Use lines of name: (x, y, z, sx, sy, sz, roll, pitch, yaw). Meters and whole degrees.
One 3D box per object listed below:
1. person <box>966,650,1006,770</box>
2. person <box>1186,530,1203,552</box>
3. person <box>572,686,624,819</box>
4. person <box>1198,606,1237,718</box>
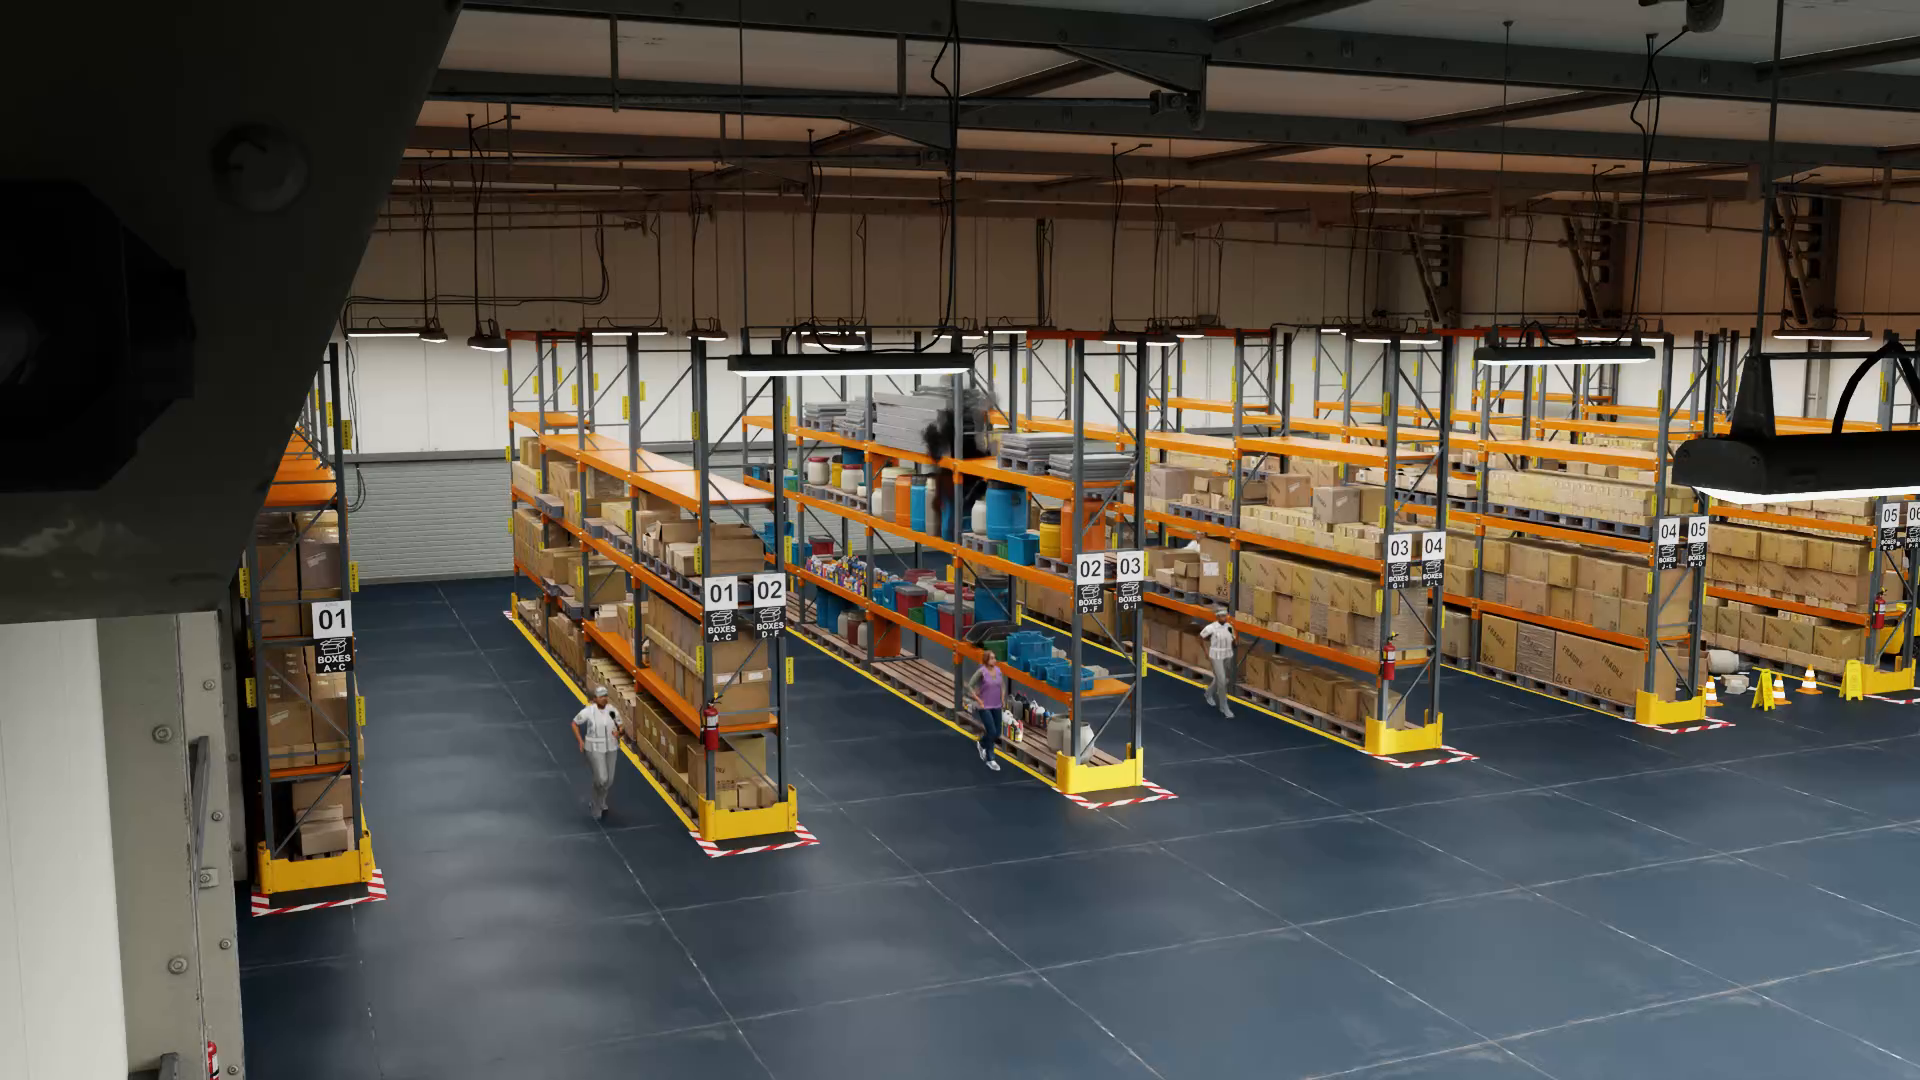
person: (0.359, 2.294, 22.279, 0.557, 1.506, 0.569, -5, 9, -32)
person: (5.124, 0.637, 35.519, 0.640, 1.788, 0.703, -2, 8, -17)
person: (-4.515, 2.674, 20.973, 0.577, 1.679, 0.682, -6, 10, -38)
person: (4.125, 1.896, 26.404, 0.562, 1.716, 0.885, -5, 9, -31)
